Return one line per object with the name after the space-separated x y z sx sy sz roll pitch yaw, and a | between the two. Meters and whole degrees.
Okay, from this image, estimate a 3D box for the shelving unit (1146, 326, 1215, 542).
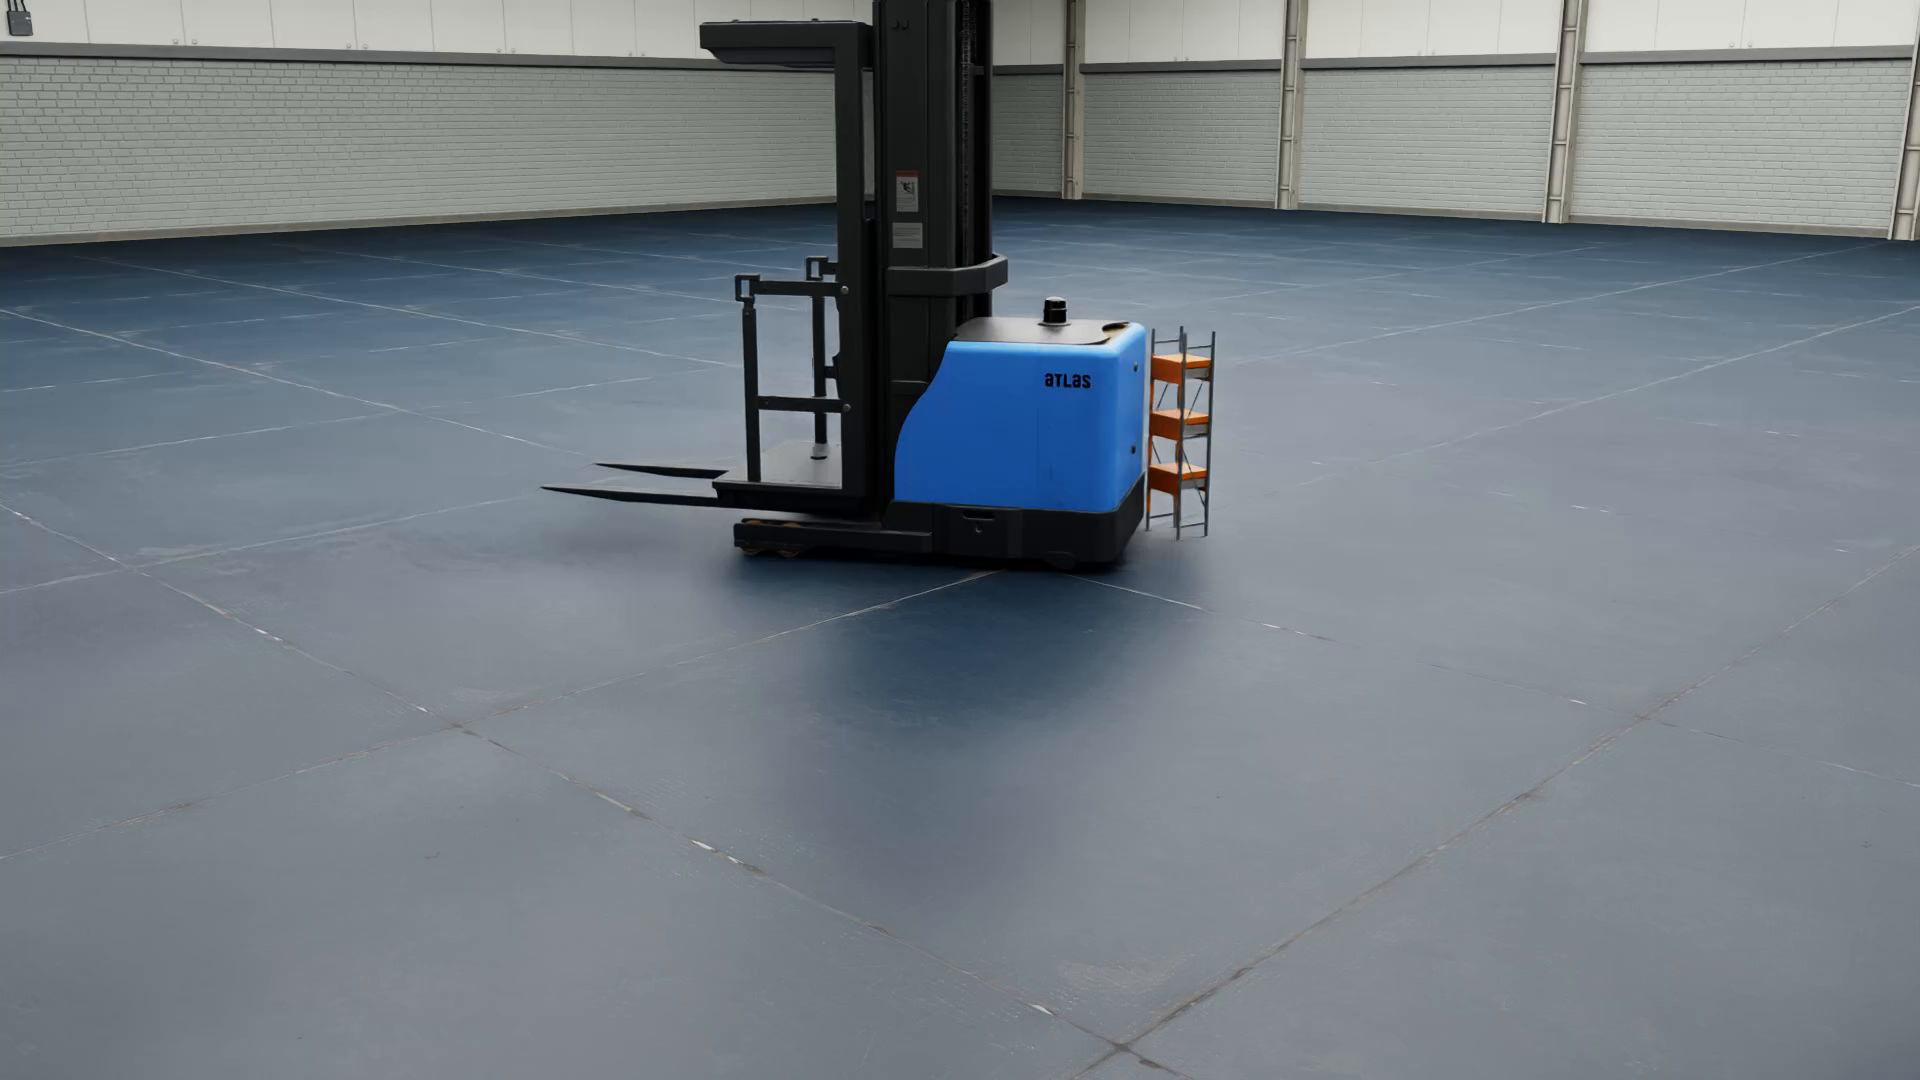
1.112 -0.538 8.412 0.215 1.050 0.252 -9 17 -32 | shelving unit

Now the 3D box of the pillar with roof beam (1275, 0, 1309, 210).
3.998 -10.653 31.472 0.400 9.000 9.100 14 20 42 | pillar with roof beam

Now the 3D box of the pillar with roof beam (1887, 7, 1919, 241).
12.636 -8.553 23.412 0.400 9.000 9.100 14 20 42 | pillar with roof beam

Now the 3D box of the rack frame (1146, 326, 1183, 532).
1.046 -0.563 8.512 0.200 1.050 0.008 -9 17 -32 | rack frame

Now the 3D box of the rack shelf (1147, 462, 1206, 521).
1.112 -0.258 8.485 0.215 0.259 0.240 -9 17 -32 | rack shelf

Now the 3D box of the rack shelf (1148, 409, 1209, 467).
1.112 -0.527 8.415 0.215 0.259 0.240 -9 17 -32 | rack shelf

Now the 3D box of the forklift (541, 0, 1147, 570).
-0.621 -1.461 8.226 3.031 2.935 1.130 4 15 14 | forklift

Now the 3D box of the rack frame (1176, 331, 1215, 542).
1.178 -0.512 8.313 0.200 1.050 0.008 -9 17 -32 | rack frame

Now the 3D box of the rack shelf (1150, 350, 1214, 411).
1.112 -0.802 8.344 0.215 0.259 0.240 -9 17 -32 | rack shelf

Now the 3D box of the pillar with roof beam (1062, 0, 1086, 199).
-0.321 -11.704 35.502 0.400 9.000 9.100 14 20 42 | pillar with roof beam

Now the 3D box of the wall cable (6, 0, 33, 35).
-13.800 -10.889 25.631 0.169 6.003 2.305 14 20 42 | wall cable

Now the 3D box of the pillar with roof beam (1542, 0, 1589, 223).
8.317 -9.603 27.442 0.400 9.000 9.100 14 20 42 | pillar with roof beam
